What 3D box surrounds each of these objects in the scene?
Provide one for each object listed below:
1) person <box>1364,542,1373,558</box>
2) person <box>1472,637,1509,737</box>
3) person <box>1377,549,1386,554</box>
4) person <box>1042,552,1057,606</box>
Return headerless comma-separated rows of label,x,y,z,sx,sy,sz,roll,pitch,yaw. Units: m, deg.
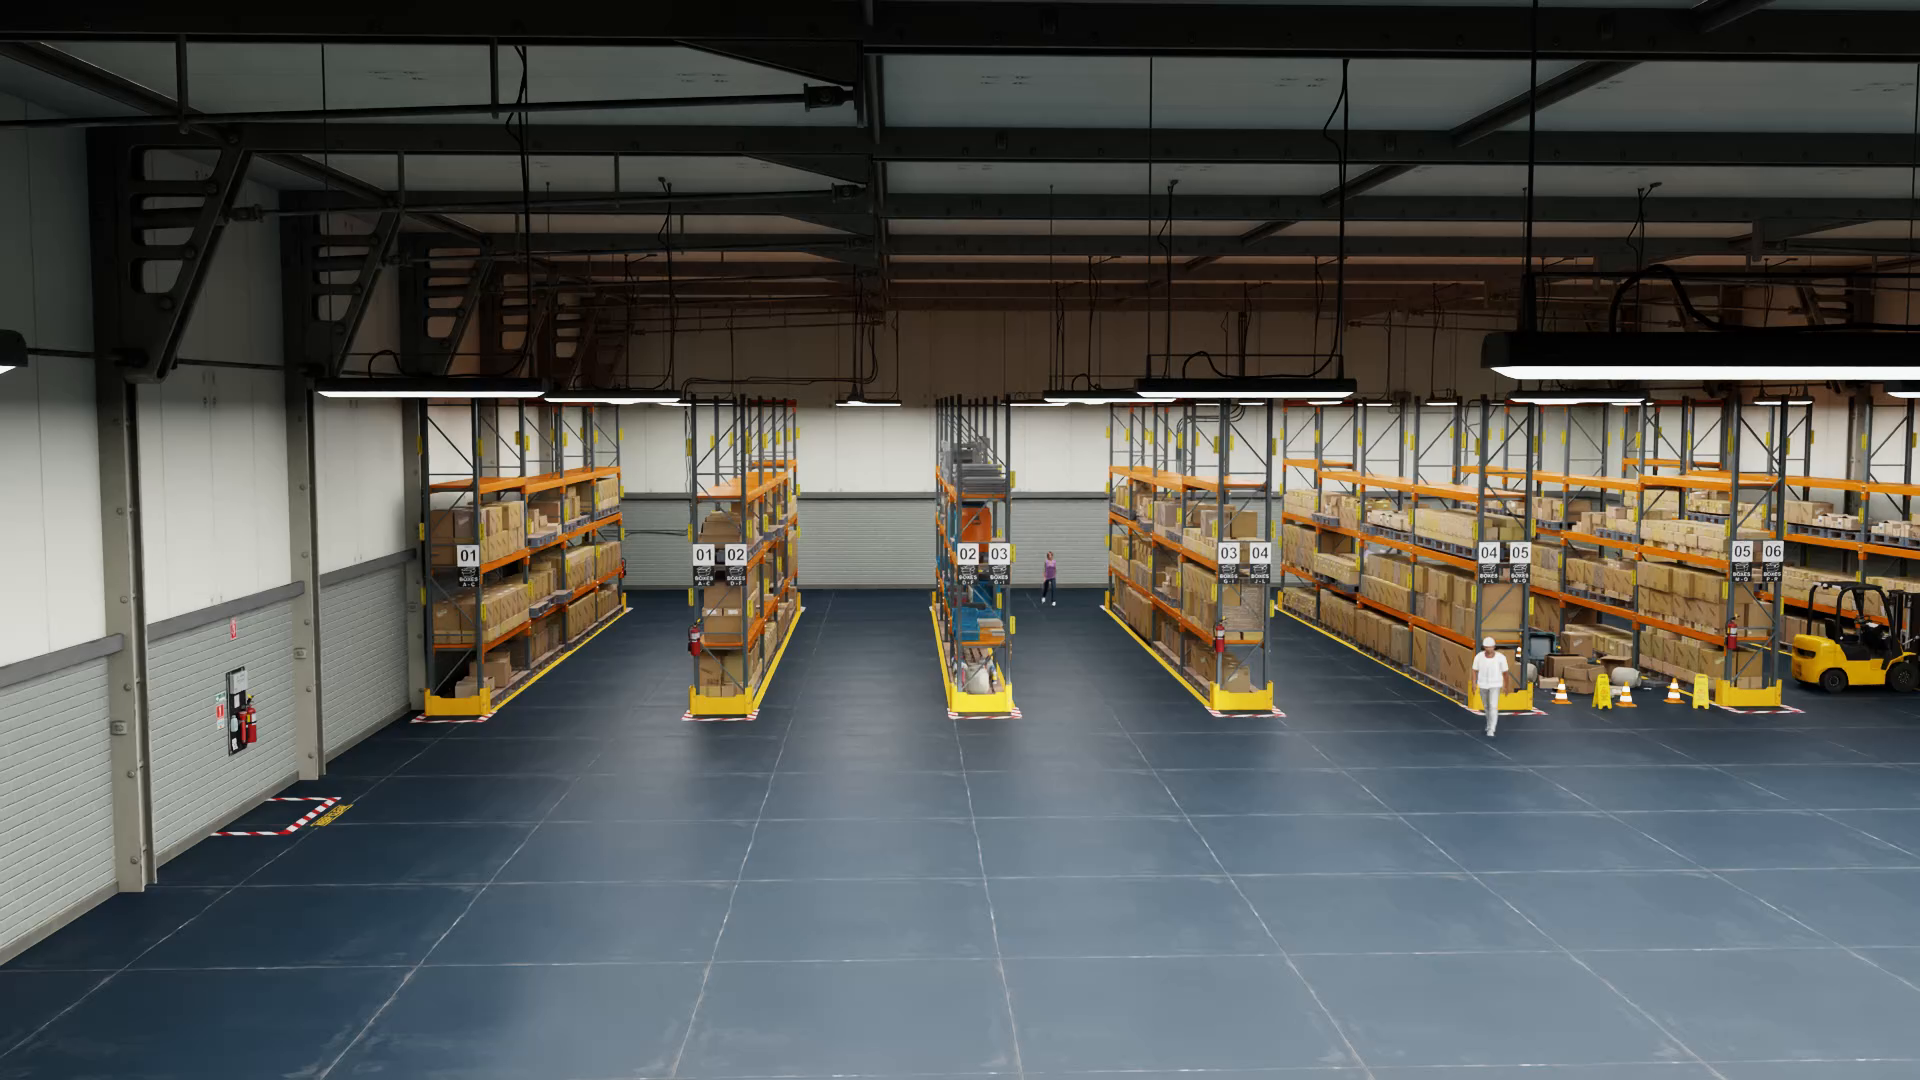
person,12.523,0.867,51.185,0.725,1.621,0.485,-3,5,-34
person,9.223,2.552,29.030,0.595,1.711,1.029,3,6,36
person,12.404,1.077,48.601,0.962,1.615,0.483,0,5,4
person,2.622,1.109,48.542,0.436,1.553,0.888,-1,5,-11
